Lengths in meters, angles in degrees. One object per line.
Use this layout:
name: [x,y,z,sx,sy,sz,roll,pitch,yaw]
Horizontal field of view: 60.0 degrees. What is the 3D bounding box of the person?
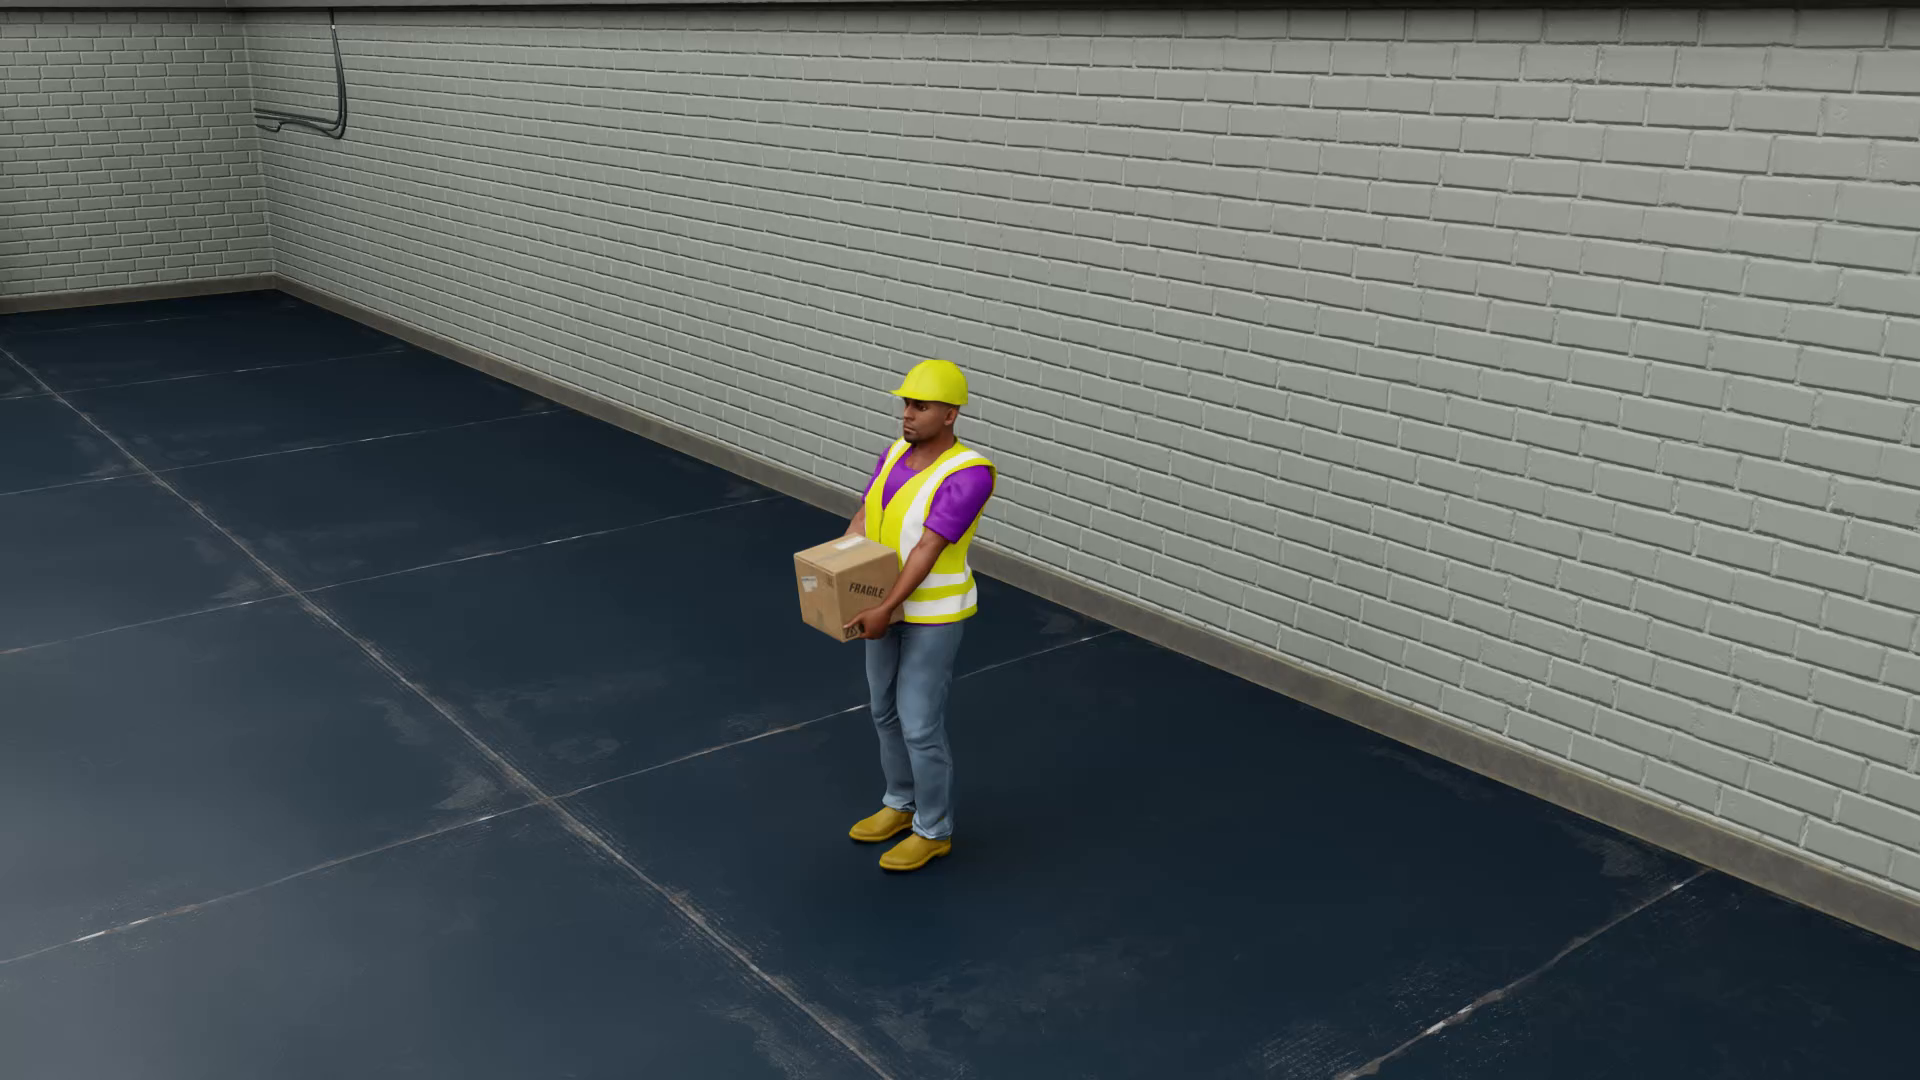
person: [-0.214,0.270,5.668,0.586,1.760,0.503,-13,22,-35]
